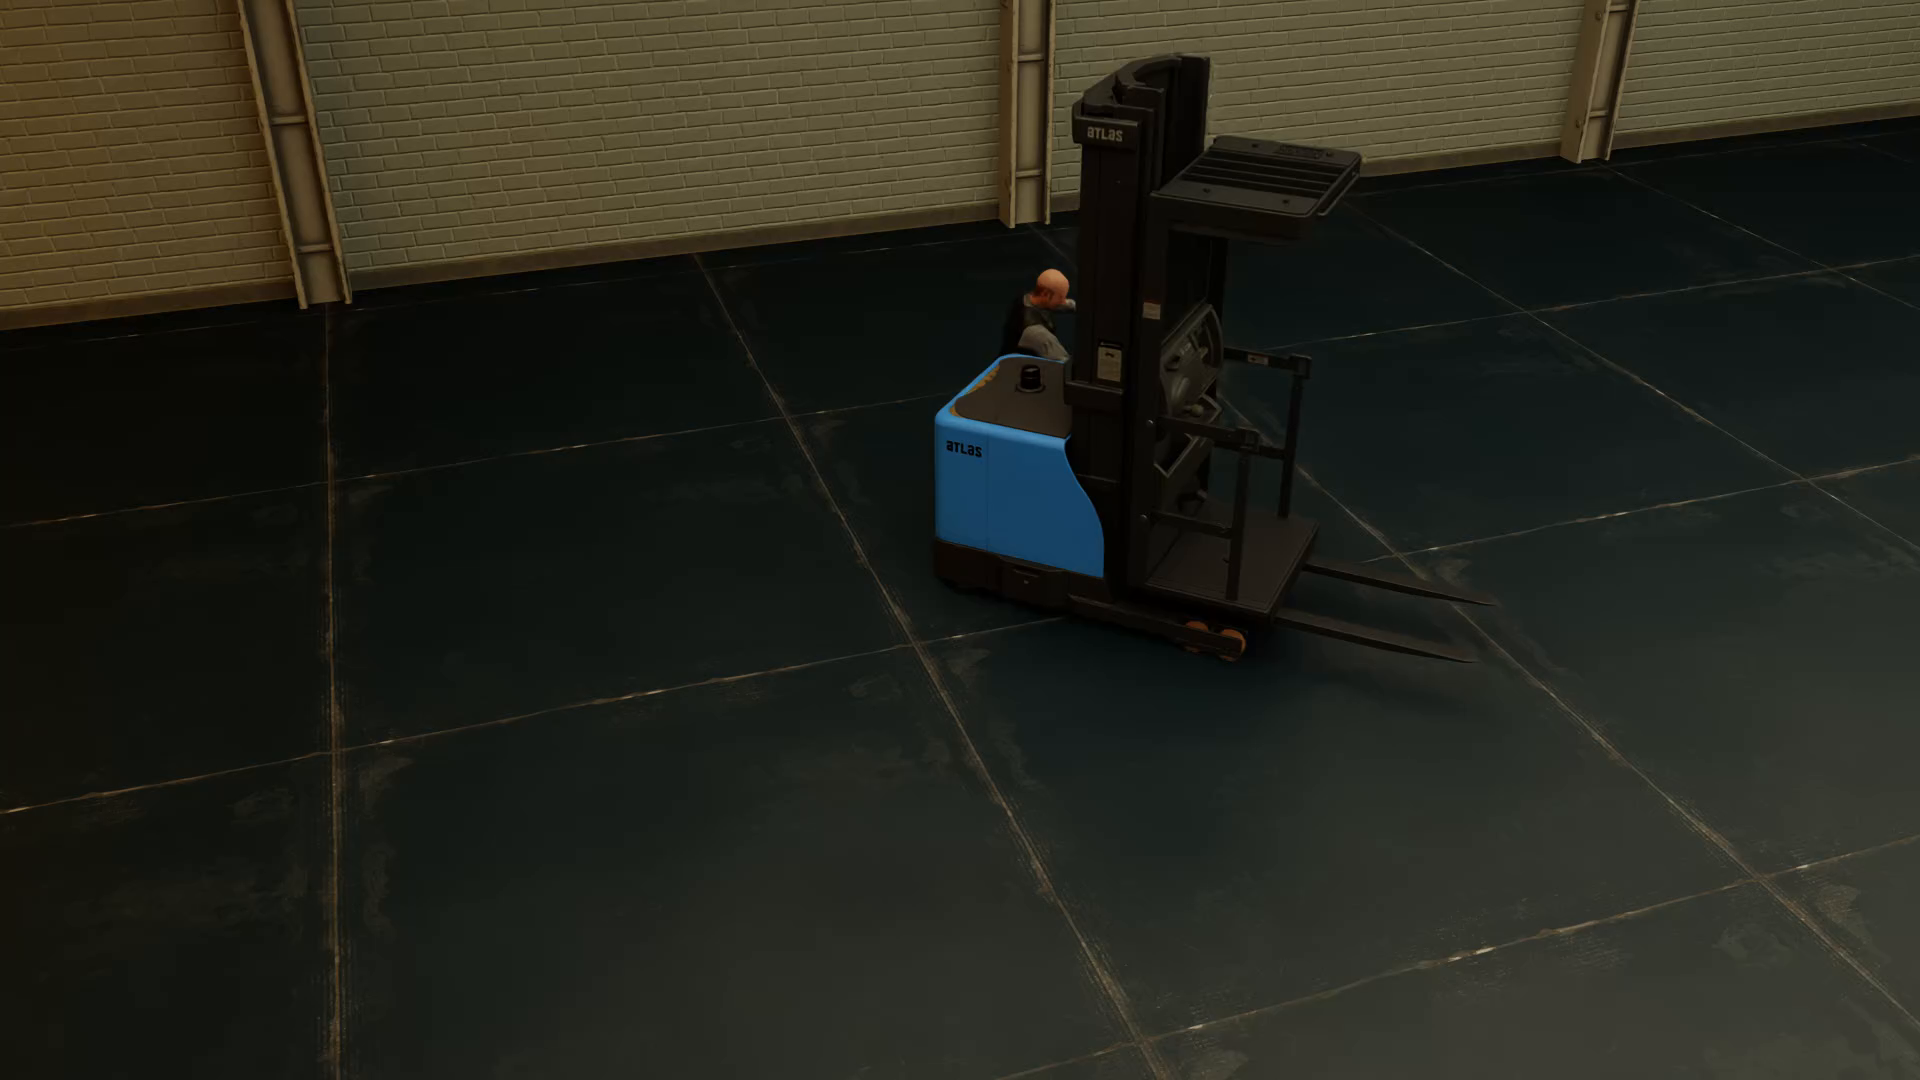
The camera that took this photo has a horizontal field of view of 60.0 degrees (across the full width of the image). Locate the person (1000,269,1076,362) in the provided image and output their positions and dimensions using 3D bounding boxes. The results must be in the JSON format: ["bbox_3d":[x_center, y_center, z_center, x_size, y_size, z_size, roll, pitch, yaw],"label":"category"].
[{"bbox_3d":[0.623,-0.964,10.248,0.759,1.498,0.992,1,30,2],"label":"person"}]

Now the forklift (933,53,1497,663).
[{"bbox_3d":[1.402,-0.926,8.697,3.031,2.935,1.130,13,32,22],"label":"forklift"}]
